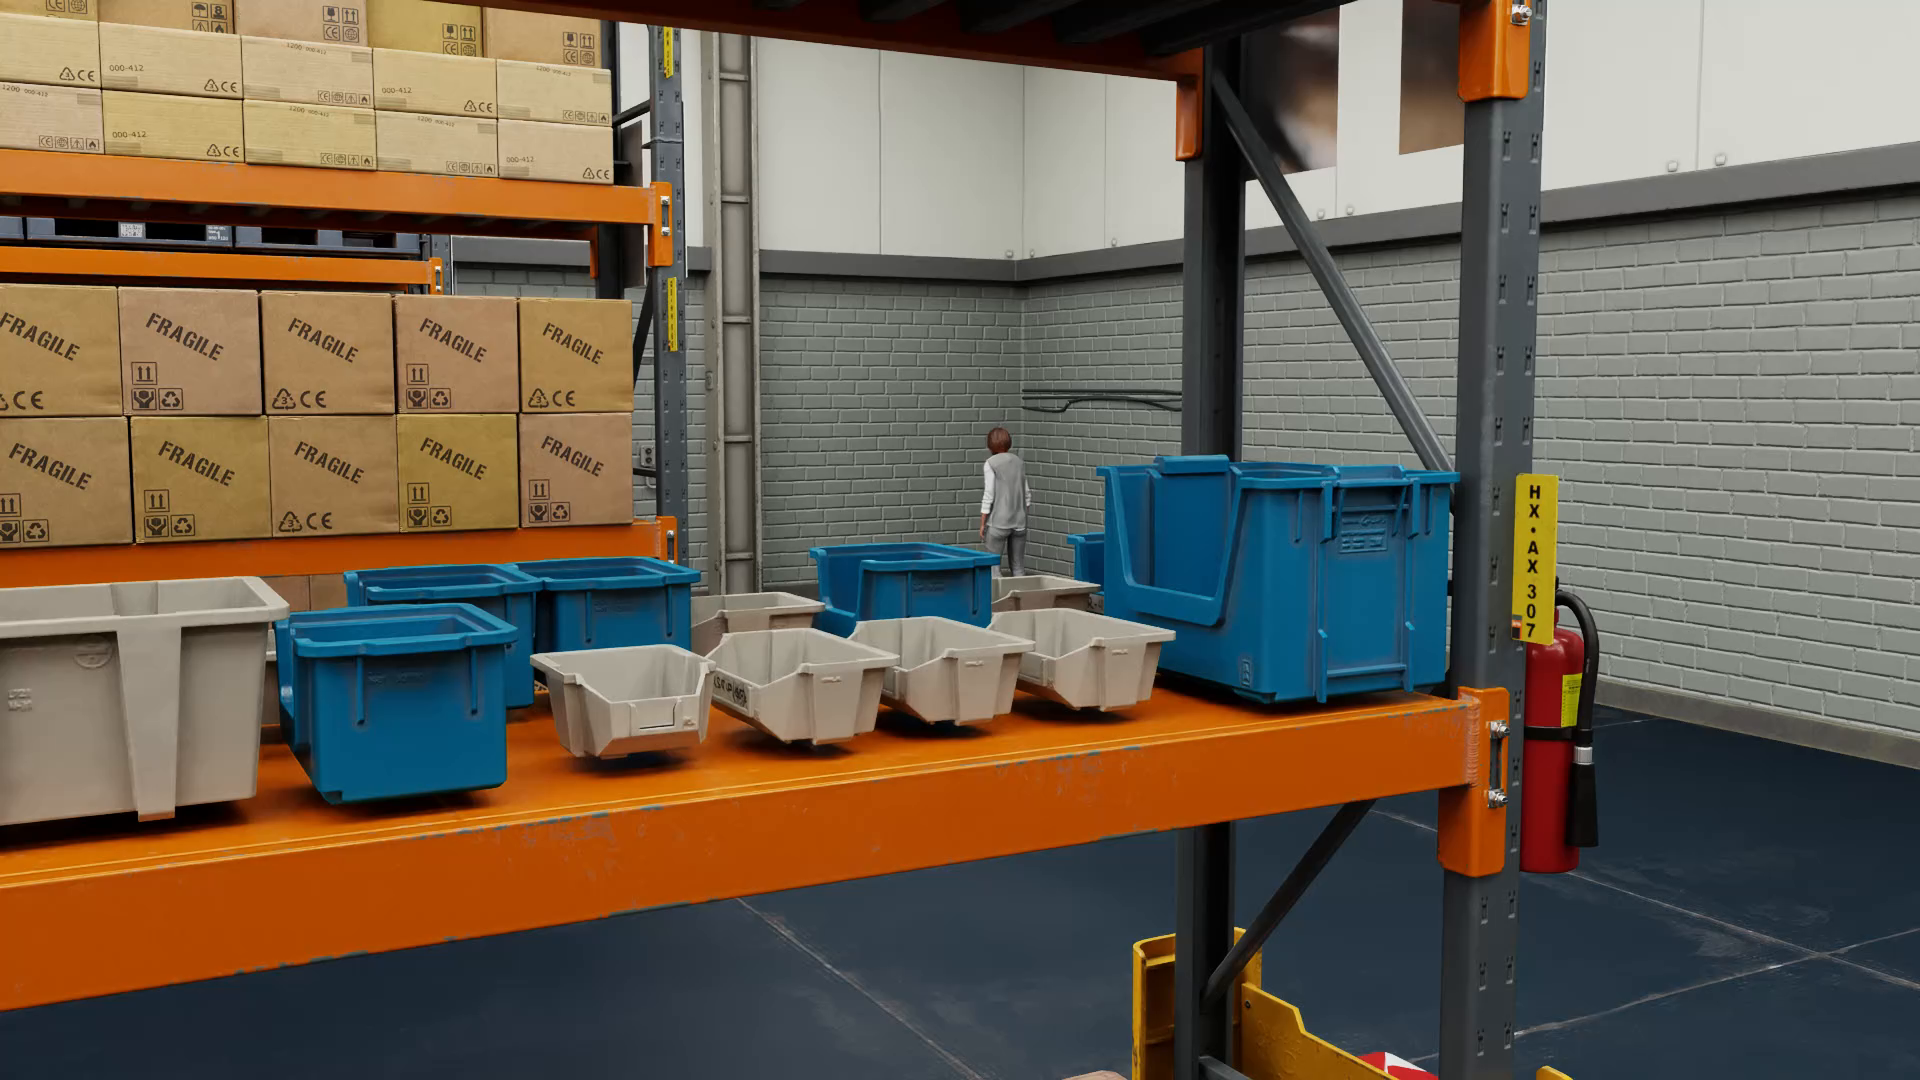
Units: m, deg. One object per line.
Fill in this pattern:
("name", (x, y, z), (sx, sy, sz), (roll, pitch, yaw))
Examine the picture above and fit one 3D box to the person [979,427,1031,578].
("person", (0.358, -0.108, 13.470), (0.481, 1.580, 0.378), (-3, 6, -32))
